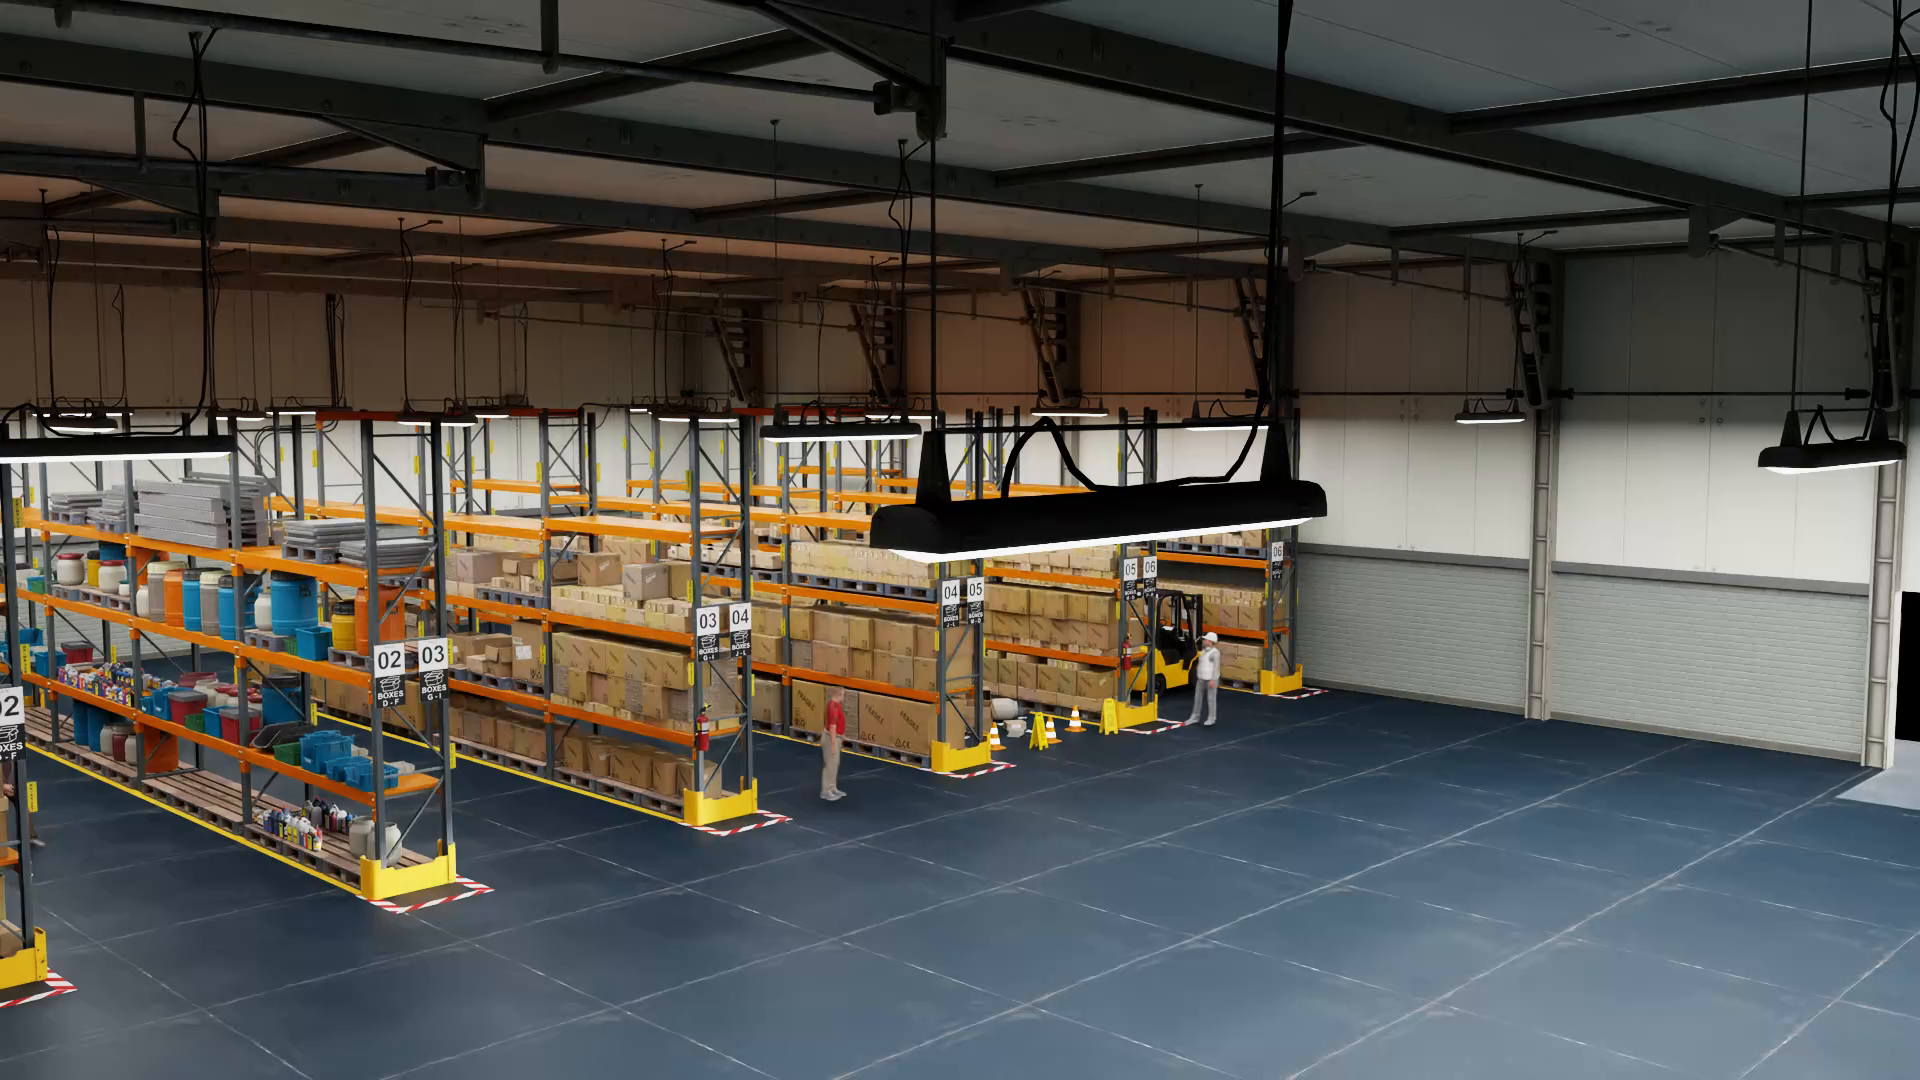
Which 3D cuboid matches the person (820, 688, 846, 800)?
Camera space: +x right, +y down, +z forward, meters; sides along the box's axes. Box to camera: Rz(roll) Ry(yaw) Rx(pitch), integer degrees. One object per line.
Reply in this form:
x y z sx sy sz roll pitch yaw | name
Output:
-1.991 3.172 25.996 0.412 1.732 0.583 -1 5 -7 | person

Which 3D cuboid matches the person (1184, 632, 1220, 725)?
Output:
4.647 2.642 31.693 0.542 1.771 0.587 -4 6 -39 | person

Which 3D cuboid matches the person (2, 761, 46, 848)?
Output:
-13.212 3.392 23.087 1.024 1.739 0.540 3 6 34 | person
